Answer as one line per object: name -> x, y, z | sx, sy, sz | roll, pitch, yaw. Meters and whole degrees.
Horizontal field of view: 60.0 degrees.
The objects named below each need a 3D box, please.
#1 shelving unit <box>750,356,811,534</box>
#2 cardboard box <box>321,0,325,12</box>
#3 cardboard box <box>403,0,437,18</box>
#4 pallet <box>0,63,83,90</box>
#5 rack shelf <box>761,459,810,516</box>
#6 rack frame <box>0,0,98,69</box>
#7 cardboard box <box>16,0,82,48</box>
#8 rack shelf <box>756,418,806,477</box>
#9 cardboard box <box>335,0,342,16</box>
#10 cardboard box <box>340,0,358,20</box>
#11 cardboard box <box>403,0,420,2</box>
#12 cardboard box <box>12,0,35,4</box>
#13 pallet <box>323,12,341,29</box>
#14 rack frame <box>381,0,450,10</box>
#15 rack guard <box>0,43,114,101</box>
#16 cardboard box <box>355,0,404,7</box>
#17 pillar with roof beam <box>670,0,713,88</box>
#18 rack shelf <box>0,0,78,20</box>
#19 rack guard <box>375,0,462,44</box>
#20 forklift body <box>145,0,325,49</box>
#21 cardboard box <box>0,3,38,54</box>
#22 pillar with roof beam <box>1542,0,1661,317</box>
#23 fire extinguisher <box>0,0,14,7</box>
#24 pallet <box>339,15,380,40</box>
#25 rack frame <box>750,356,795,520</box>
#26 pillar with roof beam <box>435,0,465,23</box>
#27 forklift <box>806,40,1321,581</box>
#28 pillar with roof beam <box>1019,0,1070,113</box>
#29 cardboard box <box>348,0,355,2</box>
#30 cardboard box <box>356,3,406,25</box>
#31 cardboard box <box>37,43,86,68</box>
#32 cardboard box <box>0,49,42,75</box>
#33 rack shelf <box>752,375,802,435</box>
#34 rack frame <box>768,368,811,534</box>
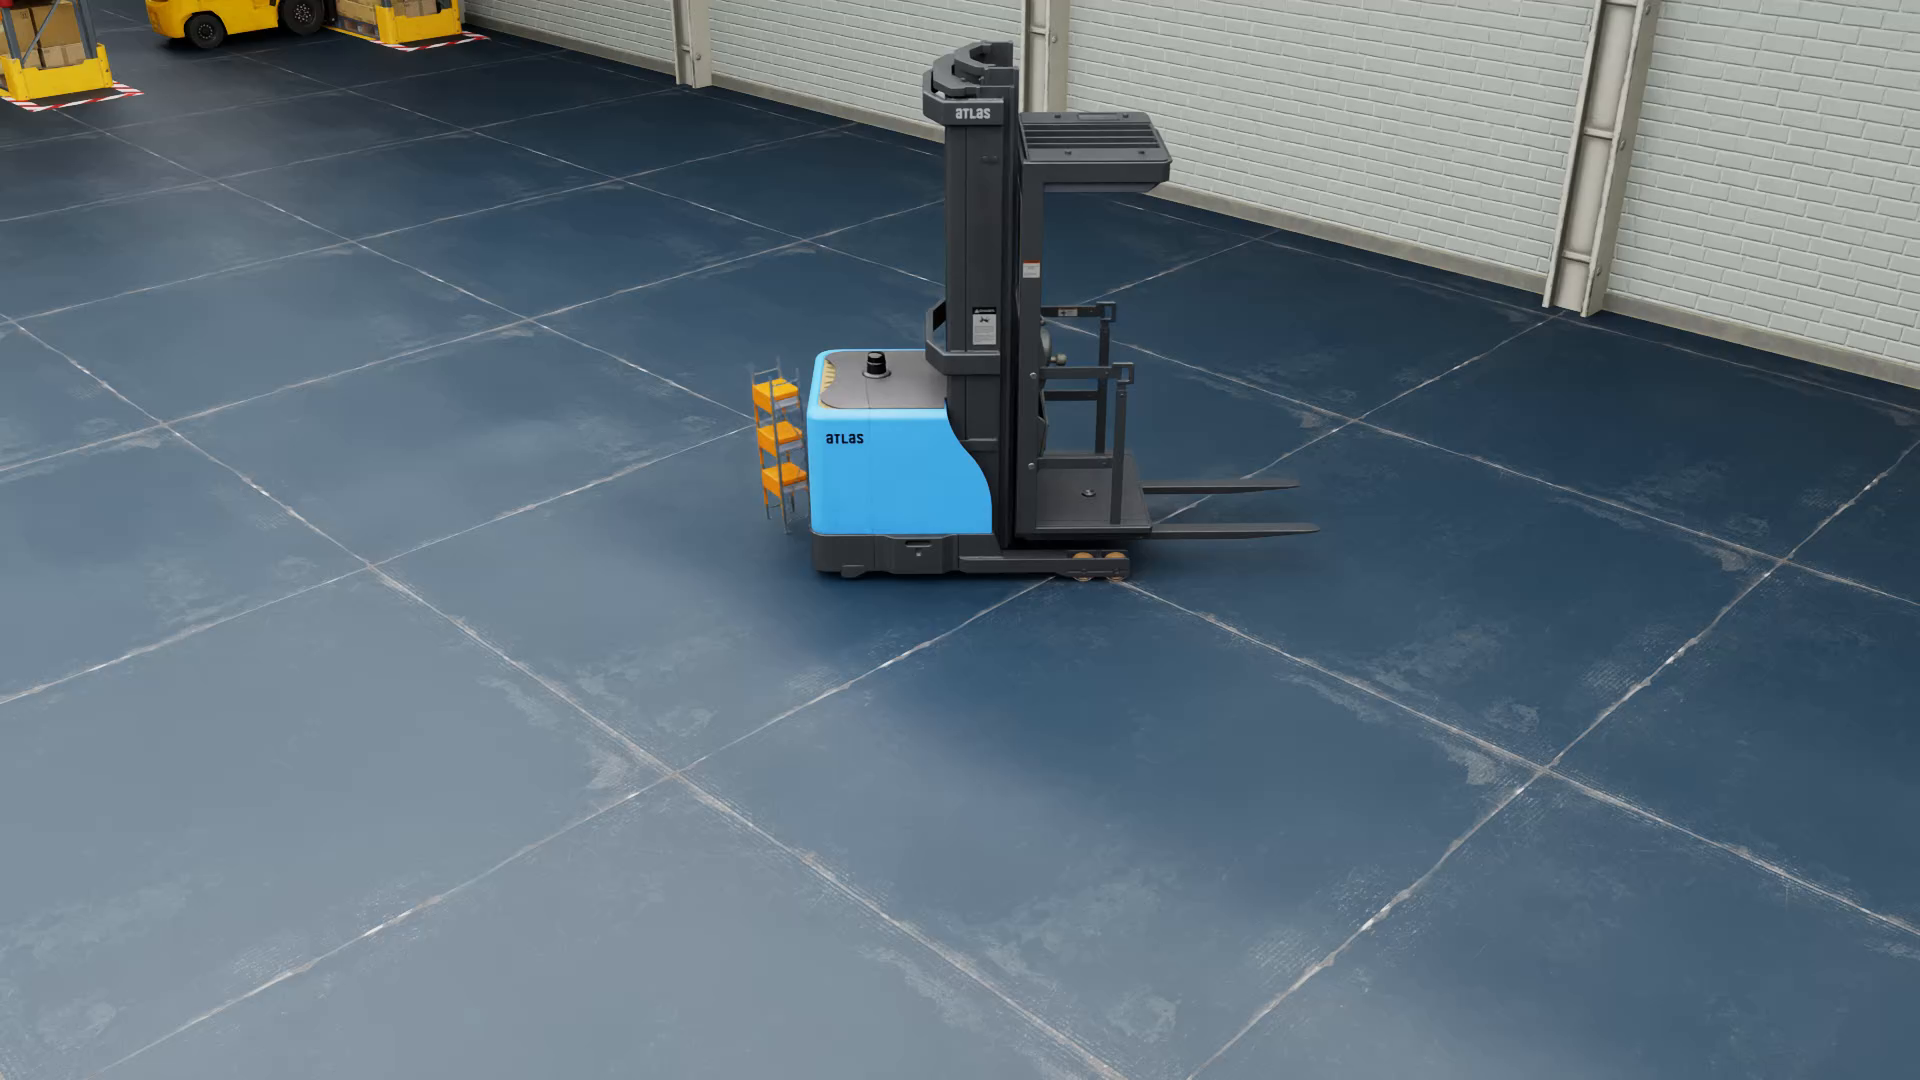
shelving unit -> -1.091, -0.578, 10.206 | 0.215, 1.050, 0.252 | -19, 32, -28
cardboard box -> -9.466, -8.142, 25.014 | 0.500, 0.250, 0.500 | -24, 36, -38
cardboard box -> -8.038, -7.825, 24.412 | 0.500, 0.250, 0.500 | 25, 37, 39
pallet -> -11.911, -6.050, 21.529 | 1.213, 0.211, 1.003 | 25, 36, 38
rack shelf -> -1.078, -0.322, 10.339 | 0.215, 0.259, 0.240 | -19, 32, -28
rack frame -> -11.303, -6.982, 20.306 | 0.127, 3.000, 1.000 | 25, 36, 38
cardboard box -> -11.701, -6.646, 21.363 | 0.500, 0.500, 0.500 | 23, 36, 37
rack shelf -> -1.091, -0.569, 10.210 | 0.215, 0.259, 0.240 | -19, 32, -28
cardboard box -> -9.080, -7.980, 24.706 | 0.500, 0.250, 0.500 | -25, 37, -39
cardboard box -> -8.730, -7.814, 24.390 | 0.500, 0.250, 0.500 | 25, 36, 38
cardboard box -> -8.015, -8.043, 24.290 | 0.500, 0.250, 0.500 | -25, 36, -38
cardboard box -> -12.077, -6.815, 21.685 | 0.500, 0.500, 0.500 | 23, 35, 37
pallet -> -9.266, -8.030, 25.295 | 1.213, 0.211, 1.003 | 25, 36, 38
rack frame -> -7.825, -8.631, 23.441 | 0.127, 3.000, 1.000 | 25, 36, 38
rack guard -> -11.357, -5.901, 20.935 | 0.348, 0.500, 1.175 | 25, 36, 38
cardboard box -> -8.391, -7.876, 23.972 | 0.500, 0.250, 0.500 | 24, 36, 38
pillar with roof beam -> -6.430, -8.426, 16.606 | 0.400, 9.000, 9.100 | 25, 36, 38
rack shelf -> -12.729, -7.317, 21.715 | 4.000, 0.370, 1.077 | 25, 36, 38
rack guard -> -7.808, -7.517, 24.008 | 0.348, 0.500, 1.175 | 25, 36, 38
forklift body -> -10.456, -8.269, 23.664 | 1.214, 2.155, 2.313 | 25, 36, 38
cardboard box -> -12.057, -6.458, 21.006 | 0.500, 0.500, 0.500 | 25, 37, 39
pillar with roof beam -> 2.127, -4.511, 9.159 | 0.400, 9.000, 9.100 | 25, 36, 38
fire extinguisher -> -11.544, -6.758, 19.962 | 0.183, 0.674, 0.296 | 25, 36, 38
pallet -> -8.400, -7.632, 24.538 | 1.213, 0.211, 1.003 | 25, 36, 38
rack frame -> -1.158, -0.622, 10.297 | 0.200, 1.050, 0.008 | -19, 32, -28
pillar with roof beam -> -10.708, -10.384, 20.329 | 0.400, 9.000, 9.100 | 25, 36, 38
forklift -> 0.628, -1.302, 9.577 | 3.031, 2.935, 1.130 | 0, 28, -1
pillar with roof beam -> -2.151, -6.468, 12.882 | 0.400, 9.000, 9.100 | 25, 36, 38
cardboard box -> -8.742, -8.043, 24.290 | 0.500, 0.250, 0.500 | 24, 36, 38
cardboard box -> -8.382, -7.648, 24.076 | 0.500, 0.250, 0.500 | 25, 37, 39
cardboard box -> -11.684, -6.306, 21.523 | 0.500, 0.250, 0.500 | 24, 36, 38
cardboard box -> -12.085, -6.134, 21.195 | 0.500, 0.250, 0.500 | 24, 36, 38
rack shelf -> -1.103, -0.820, 10.079 | 0.215, 0.259, 0.240 | -19, 32, -28
rack frame -> -1.024, -0.534, 10.114 | 0.200, 1.050, 0.008 | -19, 32, -28
